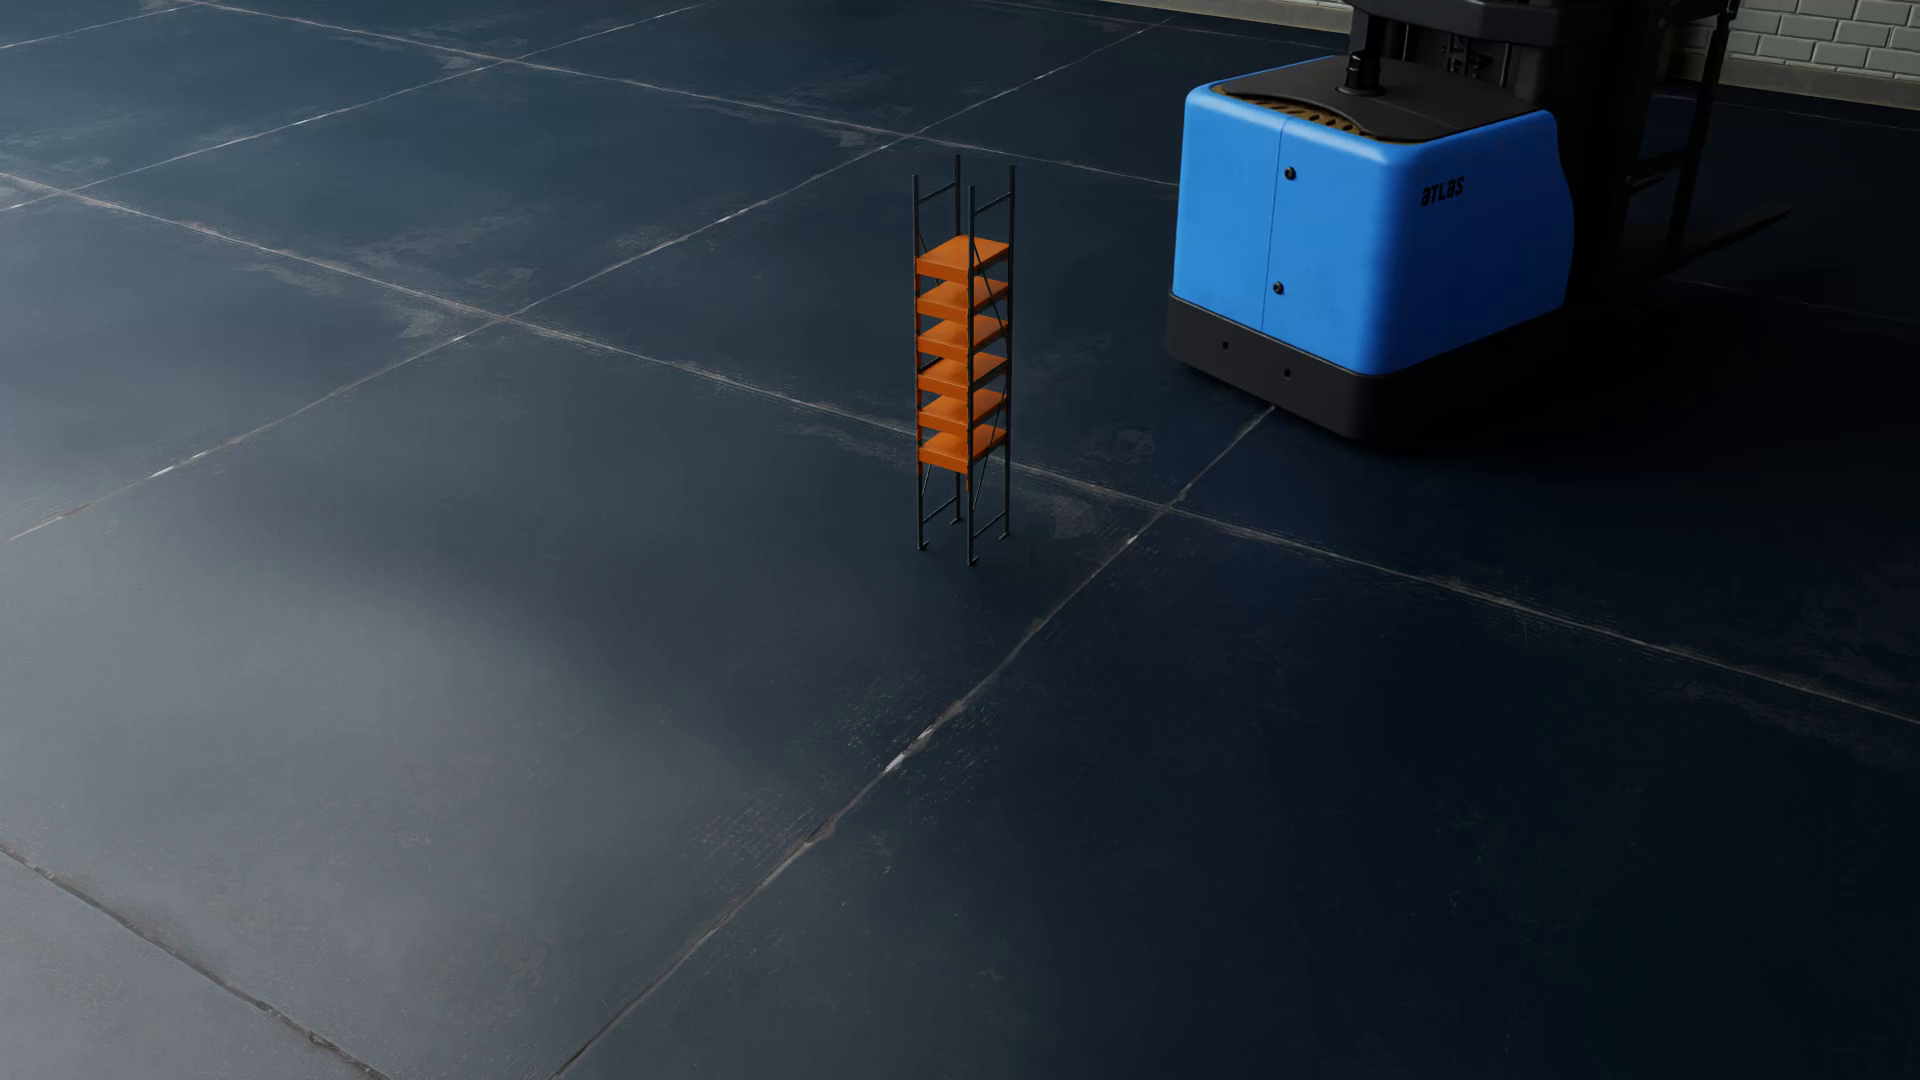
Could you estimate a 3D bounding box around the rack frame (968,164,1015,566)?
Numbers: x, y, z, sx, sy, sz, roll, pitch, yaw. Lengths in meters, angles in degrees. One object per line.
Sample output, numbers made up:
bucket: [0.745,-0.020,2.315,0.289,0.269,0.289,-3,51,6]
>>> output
rack frame: [0.090,-0.490,4.899,0.006,1.200,0.240,18,35,27]

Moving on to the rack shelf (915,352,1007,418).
rack shelf: [0.012,-0.476,4.963,0.180,0.103,0.258,18,35,27]

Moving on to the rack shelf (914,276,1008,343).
rack shelf: [0.012,-0.683,4.842,0.180,0.103,0.258,18,35,27]

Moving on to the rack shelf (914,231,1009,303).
rack shelf: [0.012,-0.787,4.782,0.180,0.103,0.258,18,35,27]

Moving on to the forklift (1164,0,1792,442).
forklift: [2.256,-2.196,6.105,3.031,2.935,1.130,-21,36,-32]

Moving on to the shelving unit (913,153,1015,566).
shelving unit: [0.012,-0.514,4.941,0.189,1.200,0.258,18,35,27]

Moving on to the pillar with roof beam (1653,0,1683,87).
pillar with roof beam: [1.744,-4.853,4.638,0.400,9.000,9.100,18,35,27]

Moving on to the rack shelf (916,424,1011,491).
rack shelf: [0.012,-0.269,5.084,0.180,0.103,0.258,18,35,27]

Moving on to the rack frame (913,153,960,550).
rack frame: [-0.065,-0.539,4.983,0.006,1.200,0.240,18,35,27]

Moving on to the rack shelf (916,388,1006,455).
rack shelf: [0.012,-0.372,5.024,0.180,0.103,0.258,18,35,27]

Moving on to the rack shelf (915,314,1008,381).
rack shelf: [0.012,-0.580,4.903,0.180,0.103,0.258,18,35,27]
